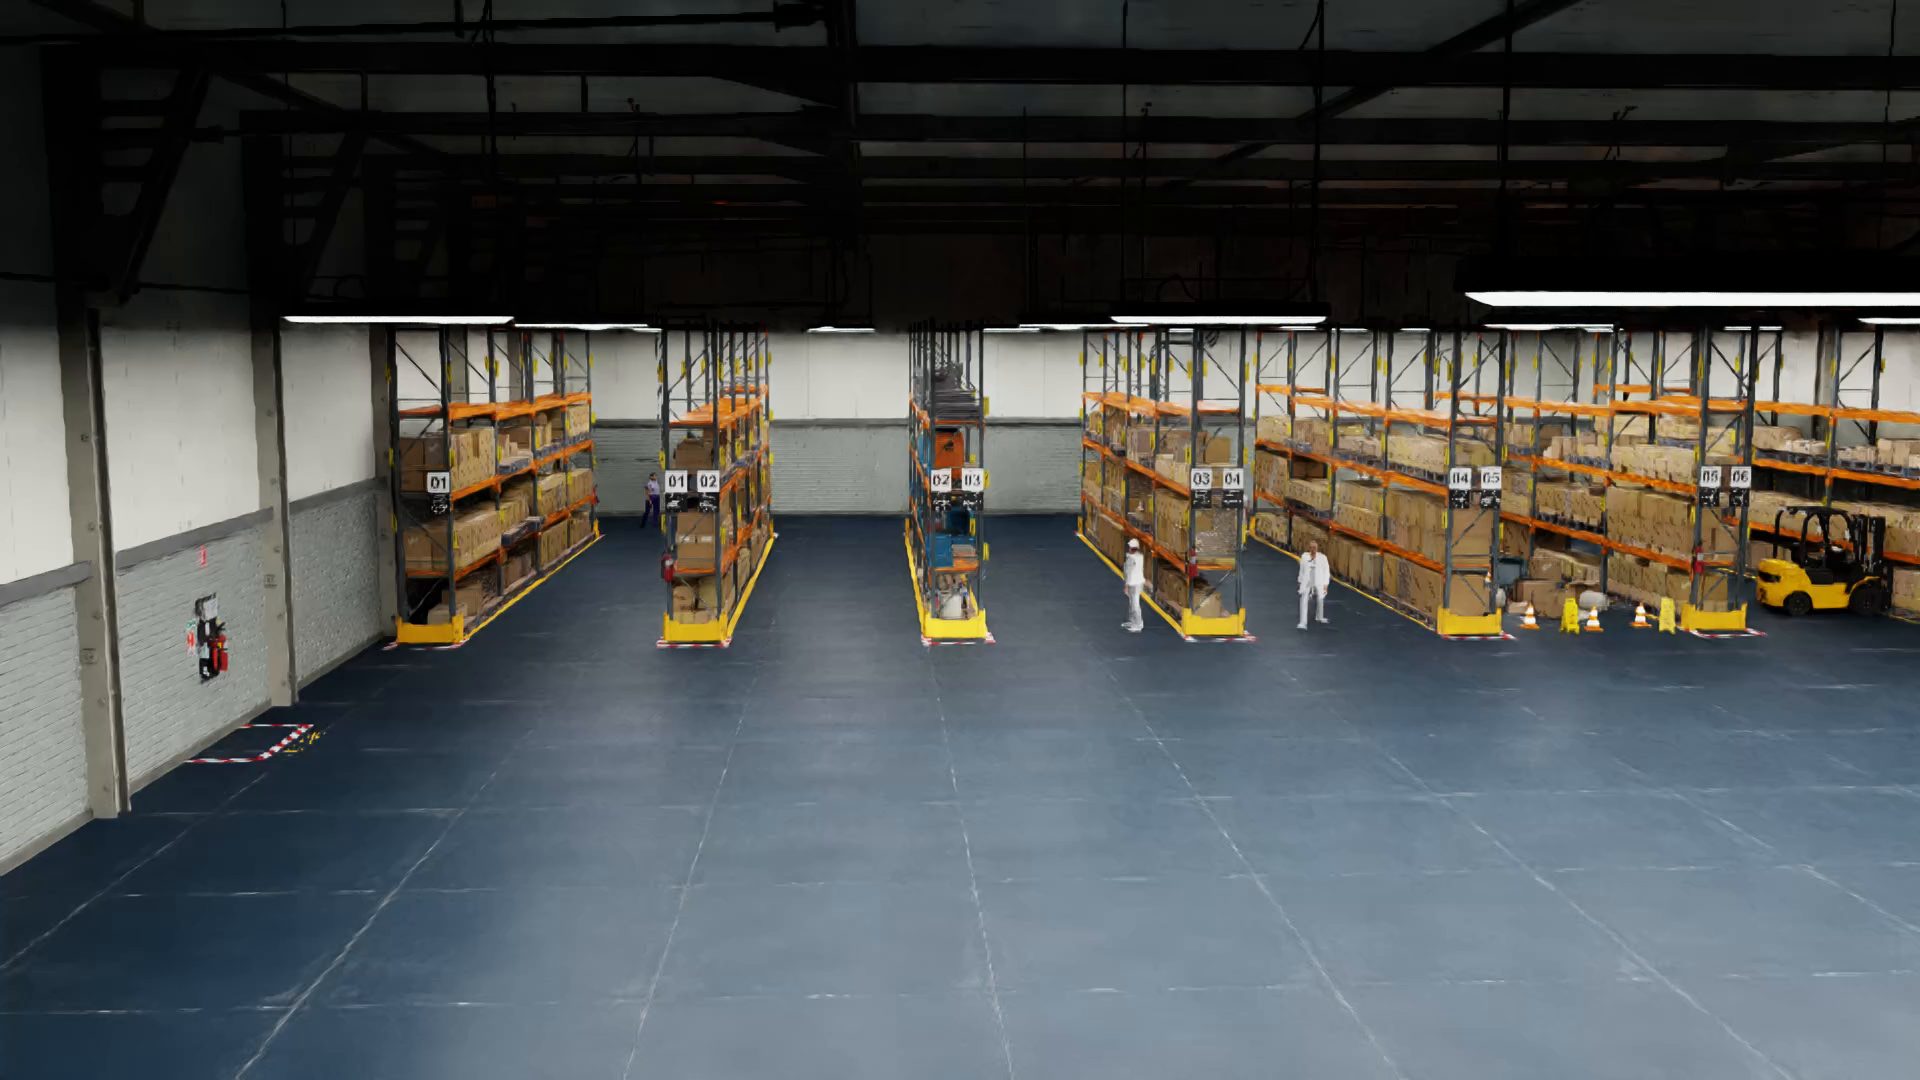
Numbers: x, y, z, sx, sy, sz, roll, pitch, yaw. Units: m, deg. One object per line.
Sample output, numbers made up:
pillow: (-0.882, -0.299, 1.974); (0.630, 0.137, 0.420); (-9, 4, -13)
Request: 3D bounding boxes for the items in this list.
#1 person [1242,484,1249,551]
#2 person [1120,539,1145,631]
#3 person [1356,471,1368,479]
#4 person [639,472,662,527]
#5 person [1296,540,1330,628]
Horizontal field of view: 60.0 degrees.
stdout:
person: (7.471, -0.614, 44.172); (0.476, 1.759, 0.593); (-5, 9, -34)
person: (3.339, 0.852, 32.239); (0.560, 1.770, 0.627); (4, 8, 27)
person: (12.415, -1.414, 51.070); (0.456, 1.654, 0.623); (-4, 8, -30)
person: (-9.258, -1.206, 49.582); (0.476, 1.645, 0.683); (5, 9, 36)
person: (6.920, 0.855, 32.572); (0.635, 1.728, 1.045); (2, 7, 18)
